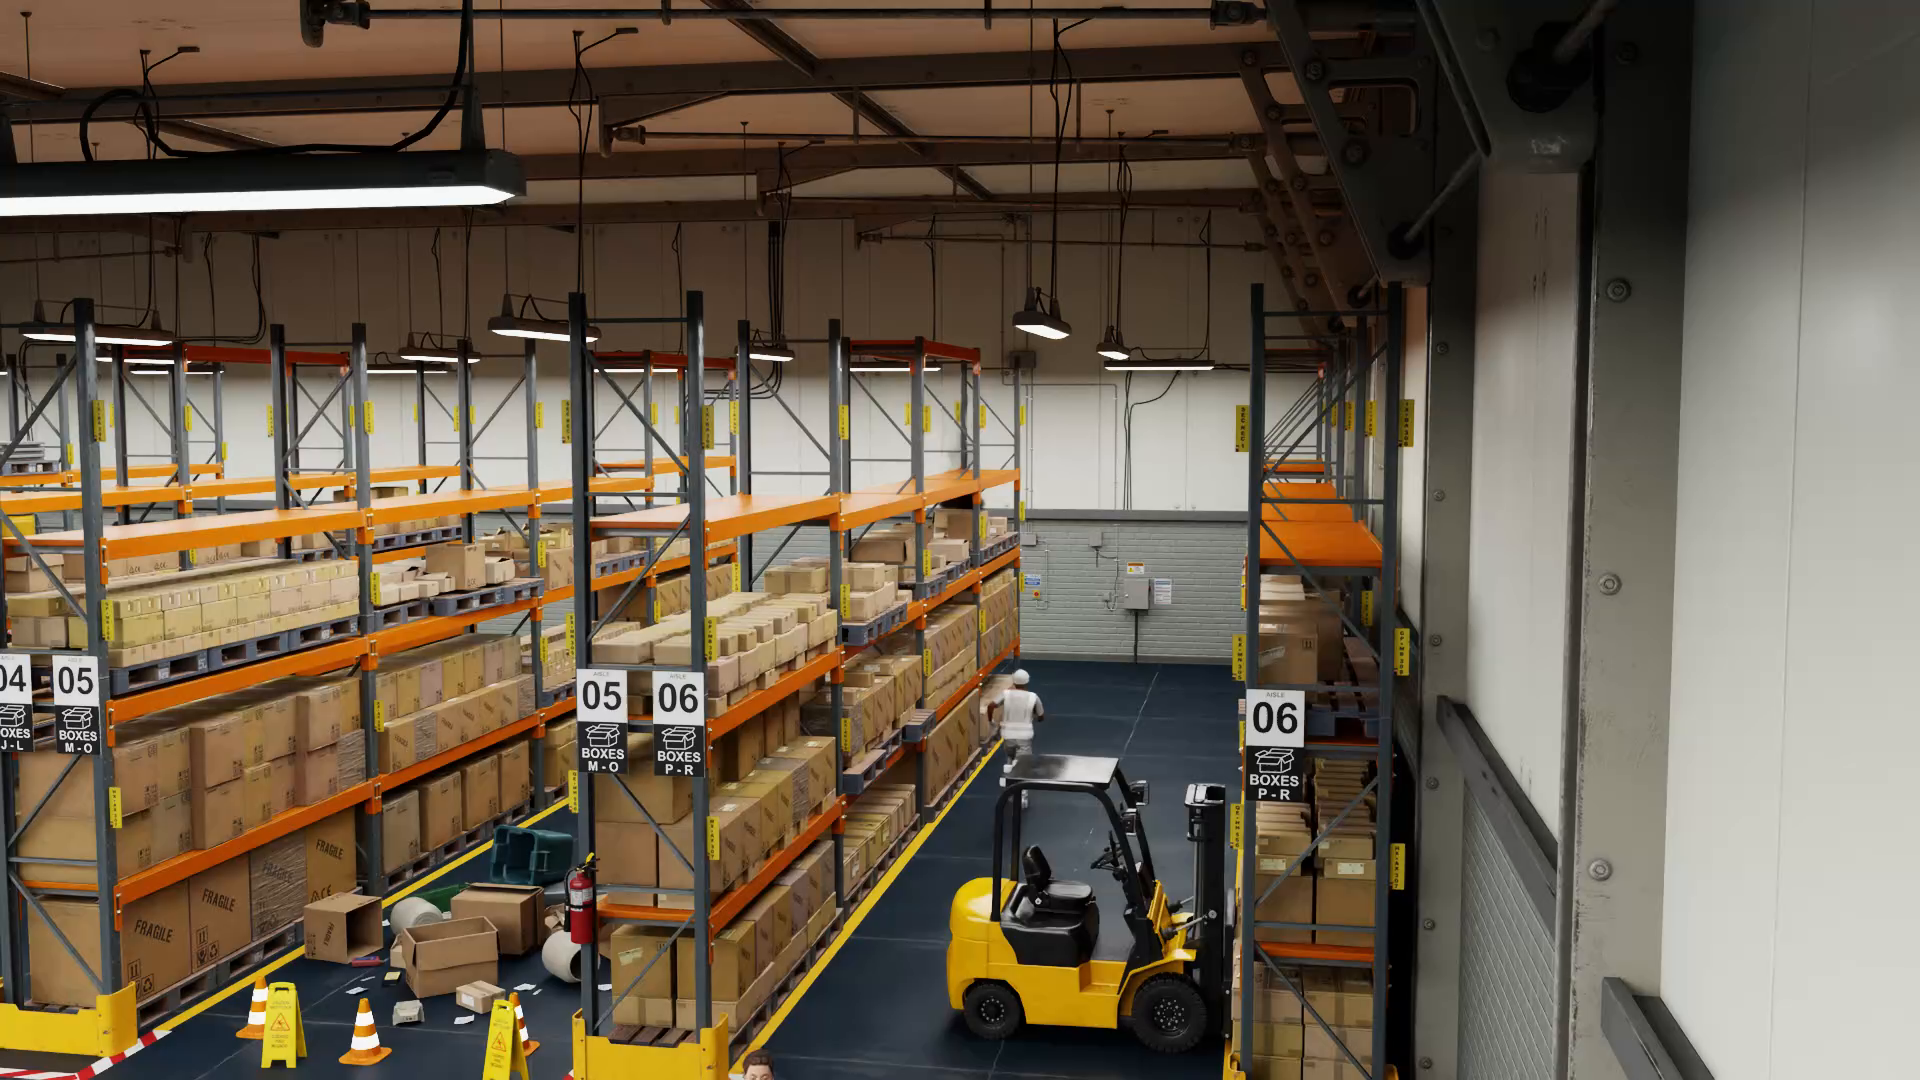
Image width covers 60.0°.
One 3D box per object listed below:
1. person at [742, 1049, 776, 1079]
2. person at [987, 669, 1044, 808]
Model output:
[{"bbox_3d":[-1.144,3.623,9.516,0.554,1.600,0.706,-1,5,-8],"label":"person"},{"bbox_3d":[0.725,2.557,21.367,0.693,1.796,0.888,1,5,14],"label":"person"}]
